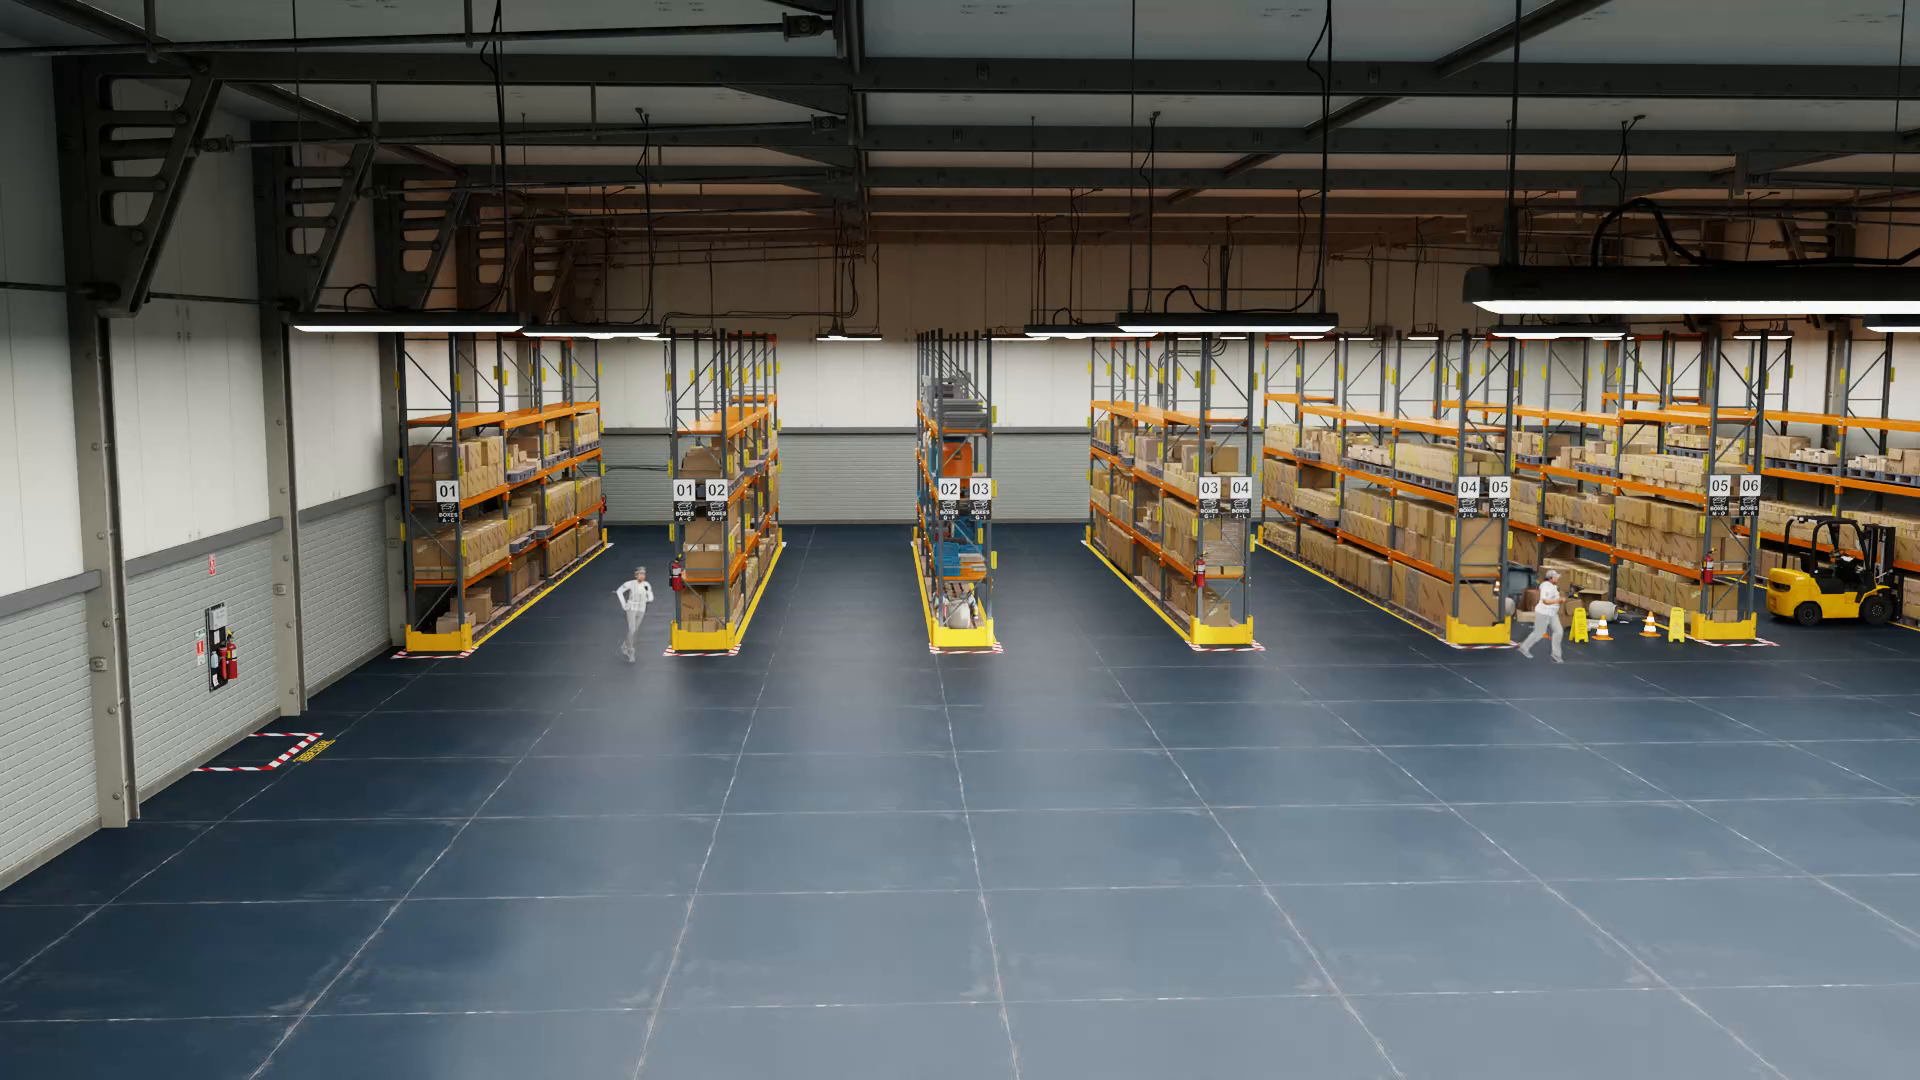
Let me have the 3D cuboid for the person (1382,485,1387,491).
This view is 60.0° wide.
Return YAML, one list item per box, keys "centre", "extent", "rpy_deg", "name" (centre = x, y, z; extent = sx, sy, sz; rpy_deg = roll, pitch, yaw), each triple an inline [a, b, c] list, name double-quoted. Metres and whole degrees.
- centre: [12.521, -0.923, 49.271]
  extent: [0.846, 1.684, 0.585]
  rpy_deg: [1, 7, 6]
  name: "person"

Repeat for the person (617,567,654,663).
- centre: [-5.909, 1.329, 30.393]
  extent: [0.635, 1.714, 0.837]
  rpy_deg: [-5, 8, -34]
  name: "person"

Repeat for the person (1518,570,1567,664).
- centre: [10.512, 1.396, 29.976]
  extent: [0.840, 1.732, 0.590]
  rpy_deg: [6, 9, 40]
  name: "person"
